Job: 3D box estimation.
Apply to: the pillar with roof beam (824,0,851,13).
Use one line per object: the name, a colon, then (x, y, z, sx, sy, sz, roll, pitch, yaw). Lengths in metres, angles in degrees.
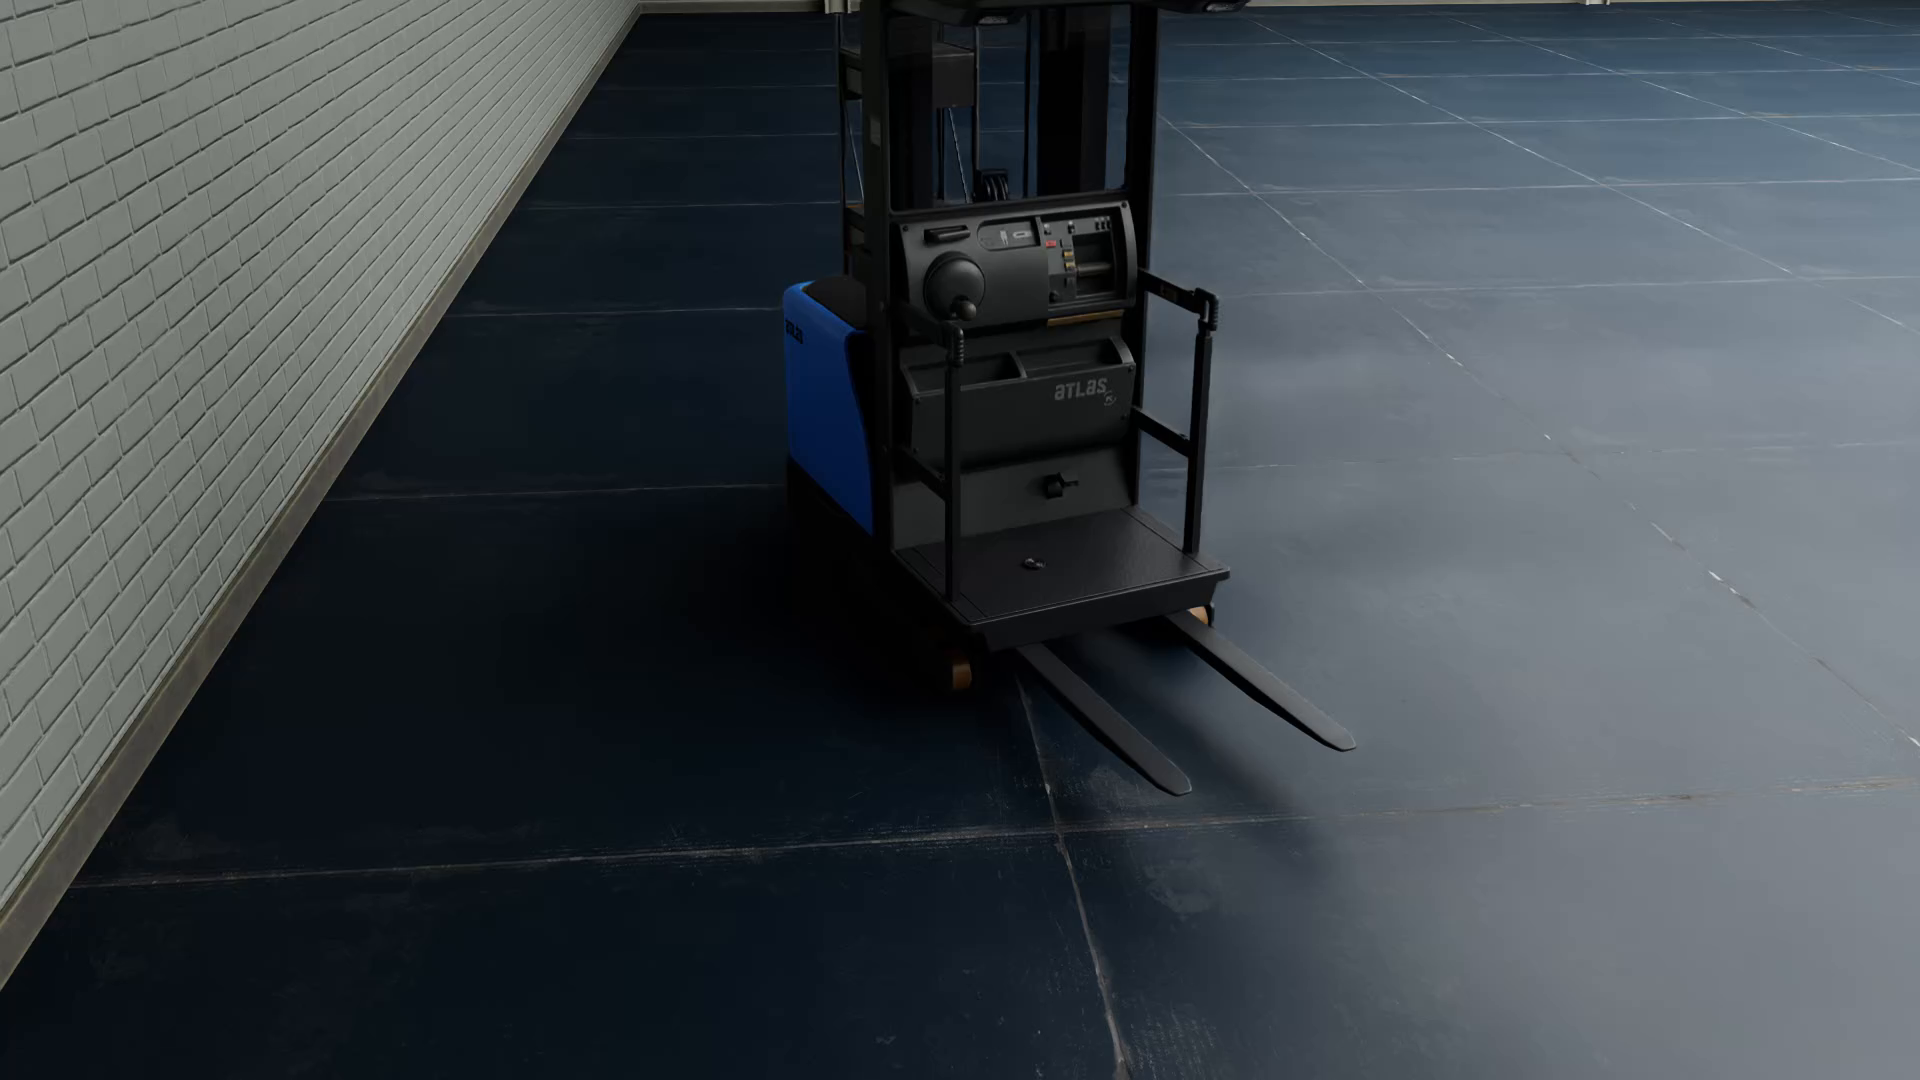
pillar with roof beam: (-1.445, -10.428, 19.631, 0.400, 9.000, 9.100, -2, 24, -5)

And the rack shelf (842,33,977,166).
rack shelf: (-0.232, -1.919, 7.293, 0.480, 0.518, 0.431, -11, 26, -23)

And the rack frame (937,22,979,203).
rack frame: (-0.010, -1.334, 7.665, 0.015, 2.100, 0.400, -11, 26, -23)

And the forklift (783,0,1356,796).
forklift: (0.311, -0.986, 5.859, 1.130, 2.935, 3.031, -11, 26, -23)

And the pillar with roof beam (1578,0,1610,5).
pillar with roof beam: (10.497, -10.907, 20.709, 0.400, 9.000, 9.100, -2, 24, -5)

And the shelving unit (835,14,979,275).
shelving unit: (-0.232, -1.292, 7.571, 0.503, 2.100, 0.431, -11, 26, -23)

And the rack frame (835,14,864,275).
rack frame: (-0.453, -1.250, 7.478, 0.015, 2.100, 0.400, -11, 26, -23)

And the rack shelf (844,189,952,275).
rack shelf: (-0.232, -1.279, 7.577, 0.480, 0.518, 0.431, -11, 26, -23)
